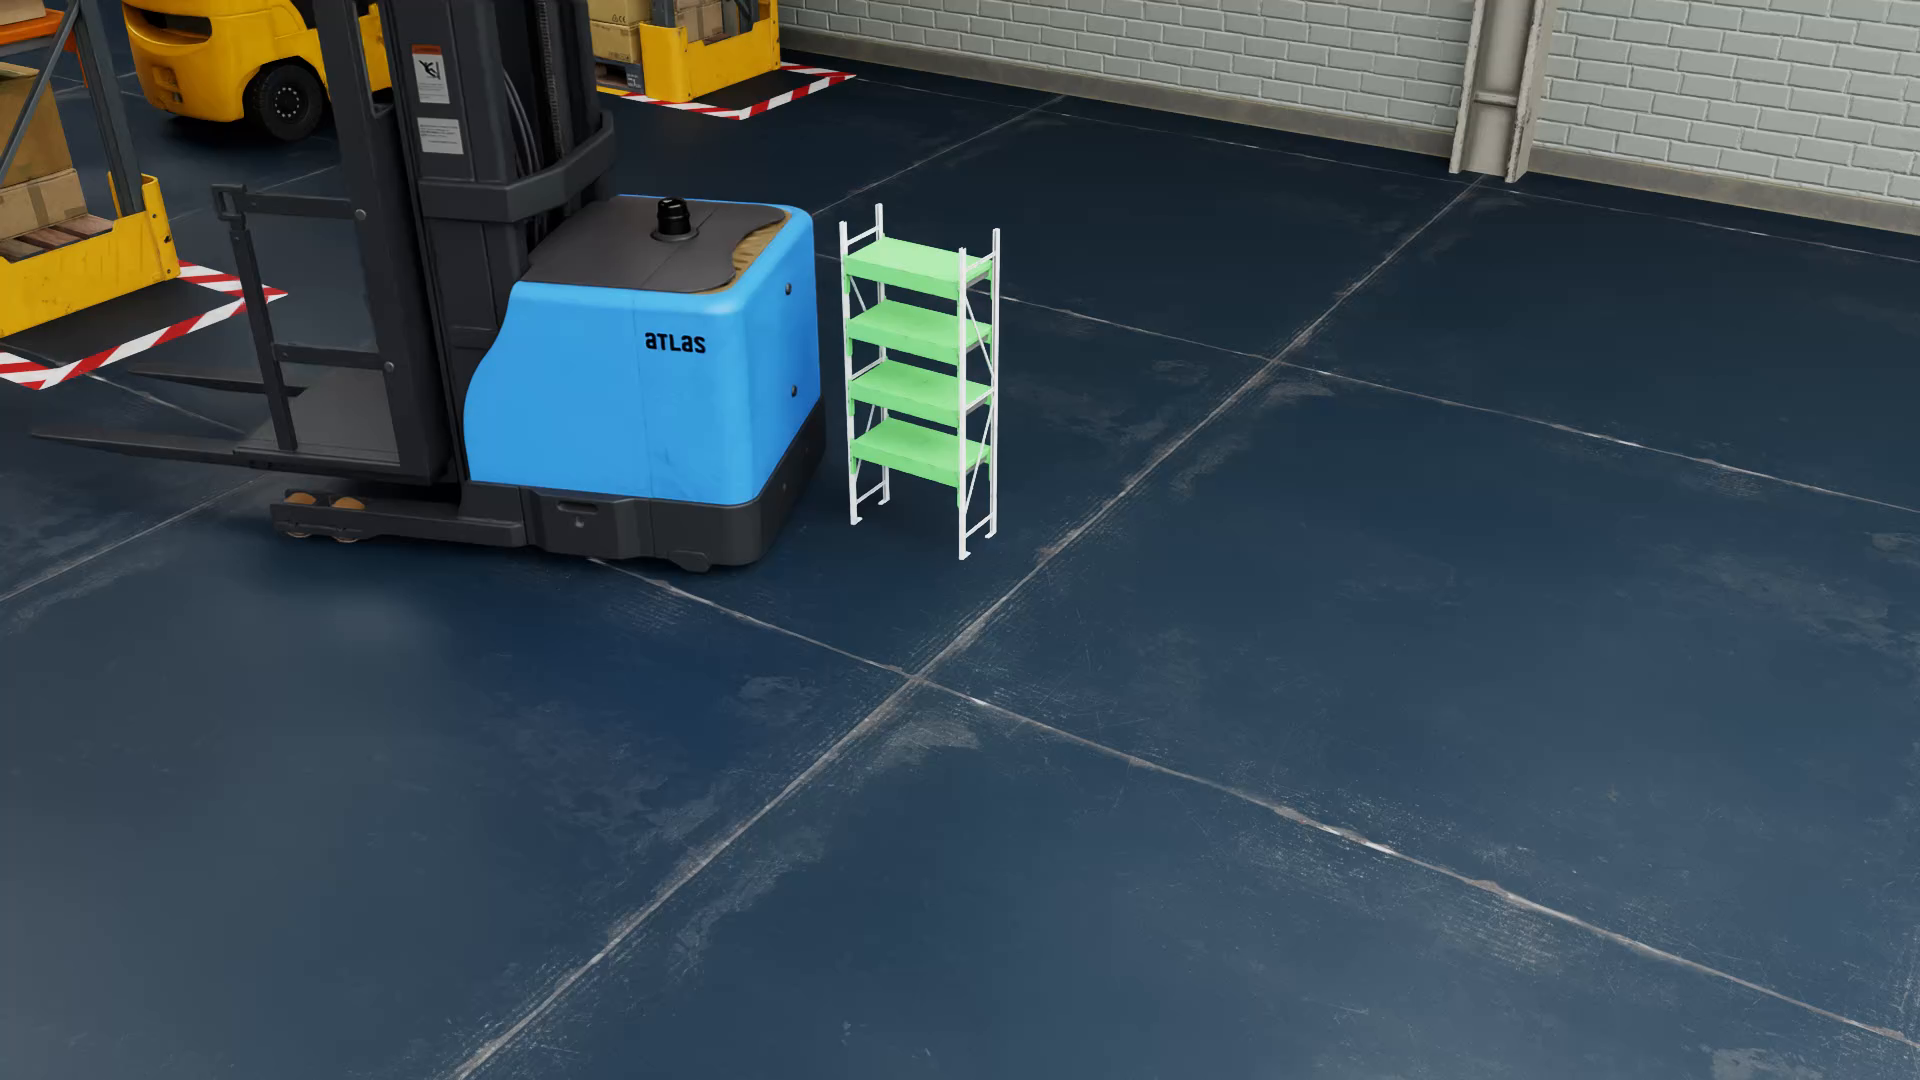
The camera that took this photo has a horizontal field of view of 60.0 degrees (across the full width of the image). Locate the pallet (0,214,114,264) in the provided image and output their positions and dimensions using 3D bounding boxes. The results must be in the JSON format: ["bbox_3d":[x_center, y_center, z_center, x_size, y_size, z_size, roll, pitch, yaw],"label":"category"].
[{"bbox_3d":[-5.134,-1.503,8.616,1.213,0.211,1.003,18,35,27],"label":"pallet"}]

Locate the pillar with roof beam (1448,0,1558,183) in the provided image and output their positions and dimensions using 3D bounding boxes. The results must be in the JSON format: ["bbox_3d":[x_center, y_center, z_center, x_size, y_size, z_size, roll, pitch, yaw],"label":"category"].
[{"bbox_3d":[0.918,-4.291,4.675,0.400,9.000,9.100,18,35,27],"label":"pillar with roof beam"}]

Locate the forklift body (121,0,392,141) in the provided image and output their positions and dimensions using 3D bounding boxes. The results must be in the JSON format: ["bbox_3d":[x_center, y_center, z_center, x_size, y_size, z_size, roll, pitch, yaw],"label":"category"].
[{"bbox_3d":[-4.341,-3.936,10.863,1.214,2.155,2.313,18,35,27],"label":"forklift body"}]

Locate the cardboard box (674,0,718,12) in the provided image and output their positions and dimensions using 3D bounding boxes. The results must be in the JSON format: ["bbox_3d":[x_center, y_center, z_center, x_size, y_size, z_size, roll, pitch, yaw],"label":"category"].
[{"bbox_3d":[-2.053,-3.998,11.942,0.500,0.250,0.500,18,35,28],"label":"cardboard box"}]

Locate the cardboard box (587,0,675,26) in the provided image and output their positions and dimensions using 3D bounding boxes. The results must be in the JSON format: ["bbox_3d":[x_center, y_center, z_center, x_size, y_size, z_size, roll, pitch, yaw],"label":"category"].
[{"bbox_3d":[-2.343,-3.780,11.568,0.500,0.250,0.500,17,34,27],"label":"cardboard box"}]

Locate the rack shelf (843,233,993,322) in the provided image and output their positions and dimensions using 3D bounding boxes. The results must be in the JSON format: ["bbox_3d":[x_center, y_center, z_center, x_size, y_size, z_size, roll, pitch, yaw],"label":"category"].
[{"bbox_3d":[-0.140,-0.922,5.814,0.480,0.148,0.258,18,35,27],"label":"rack shelf"}]

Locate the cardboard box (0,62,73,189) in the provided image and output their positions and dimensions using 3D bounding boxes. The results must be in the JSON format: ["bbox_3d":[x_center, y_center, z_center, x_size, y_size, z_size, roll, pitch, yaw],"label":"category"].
[{"bbox_3d":[-4.957,-2.112,8.461,0.500,0.500,0.500,16,34,26],"label":"cardboard box"}]

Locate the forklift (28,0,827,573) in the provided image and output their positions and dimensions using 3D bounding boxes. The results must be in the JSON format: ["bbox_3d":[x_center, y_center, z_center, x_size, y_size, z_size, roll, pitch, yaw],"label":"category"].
[{"bbox_3d":[-2.110,-1.509,5.928,3.031,2.935,1.130,6,31,10],"label":"forklift"}]

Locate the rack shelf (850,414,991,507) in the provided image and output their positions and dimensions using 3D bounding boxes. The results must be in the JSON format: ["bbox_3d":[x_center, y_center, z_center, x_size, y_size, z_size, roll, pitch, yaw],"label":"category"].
[{"bbox_3d":[-0.140,-0.300,6.177,0.480,0.148,0.258,18,35,27],"label":"rack shelf"}]

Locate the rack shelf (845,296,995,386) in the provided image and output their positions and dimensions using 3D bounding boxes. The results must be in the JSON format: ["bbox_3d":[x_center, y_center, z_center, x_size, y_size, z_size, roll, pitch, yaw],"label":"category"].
[{"bbox_3d":[-0.140,-0.715,5.935,0.480,0.148,0.258,18,35,27],"label":"rack shelf"}]

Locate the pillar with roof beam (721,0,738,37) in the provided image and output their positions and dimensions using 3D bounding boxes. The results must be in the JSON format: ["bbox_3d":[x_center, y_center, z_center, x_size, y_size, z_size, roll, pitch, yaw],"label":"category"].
[{"bbox_3d":[-4.164,-5.899,7.431,0.400,9.000,9.100,18,35,27],"label":"pillar with roof beam"}]

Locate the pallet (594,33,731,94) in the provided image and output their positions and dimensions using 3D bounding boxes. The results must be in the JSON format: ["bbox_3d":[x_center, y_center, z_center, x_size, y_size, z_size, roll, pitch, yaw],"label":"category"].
[{"bbox_3d":[-2.435,-3.556,12.136,1.213,0.211,1.003,18,35,27],"label":"pallet"}]

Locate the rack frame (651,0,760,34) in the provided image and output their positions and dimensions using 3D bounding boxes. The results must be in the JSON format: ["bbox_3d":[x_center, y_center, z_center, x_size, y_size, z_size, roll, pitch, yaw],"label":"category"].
[{"bbox_3d":[-1.765,-4.573,11.113,0.127,3.000,1.000,18,35,27],"label":"rack frame"}]

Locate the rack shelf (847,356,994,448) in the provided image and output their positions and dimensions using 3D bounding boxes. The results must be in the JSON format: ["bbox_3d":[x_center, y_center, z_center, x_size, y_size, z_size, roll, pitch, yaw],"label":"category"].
[{"bbox_3d":[-0.140,-0.507,6.056,0.480,0.148,0.258,18,35,27],"label":"rack shelf"}]

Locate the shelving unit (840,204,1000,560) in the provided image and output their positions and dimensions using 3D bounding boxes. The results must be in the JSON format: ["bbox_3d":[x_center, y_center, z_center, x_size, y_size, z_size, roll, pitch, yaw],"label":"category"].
[{"bbox_3d":[-0.140,-0.563,6.024,0.503,1.200,0.258,18,35,27],"label":"shelving unit"}]

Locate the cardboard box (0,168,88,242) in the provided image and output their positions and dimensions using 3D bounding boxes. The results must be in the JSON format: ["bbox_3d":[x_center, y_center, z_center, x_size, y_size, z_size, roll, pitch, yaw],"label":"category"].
[{"bbox_3d":[-4.937,-1.782,8.639,0.500,0.250,0.500,17,34,27],"label":"cardboard box"}]

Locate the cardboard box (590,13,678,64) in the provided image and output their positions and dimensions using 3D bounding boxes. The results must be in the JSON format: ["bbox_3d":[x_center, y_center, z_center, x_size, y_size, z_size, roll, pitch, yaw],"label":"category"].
[{"bbox_3d":[-2.331,-3.558,11.684,0.500,0.250,0.500,18,35,28],"label":"cardboard box"}]

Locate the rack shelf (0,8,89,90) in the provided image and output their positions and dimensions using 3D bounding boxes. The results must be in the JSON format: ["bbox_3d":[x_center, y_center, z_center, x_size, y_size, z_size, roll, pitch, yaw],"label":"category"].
[{"bbox_3d":[-6.095,-2.679,8.579,4.000,0.370,1.077,18,35,27],"label":"rack shelf"}]

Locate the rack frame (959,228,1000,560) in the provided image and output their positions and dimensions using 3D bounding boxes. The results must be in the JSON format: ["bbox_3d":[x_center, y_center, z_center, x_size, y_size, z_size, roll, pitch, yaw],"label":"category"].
[{"bbox_3d":[0.066,-0.497,5.912,0.015,1.200,0.240,18,35,27],"label":"rack frame"}]

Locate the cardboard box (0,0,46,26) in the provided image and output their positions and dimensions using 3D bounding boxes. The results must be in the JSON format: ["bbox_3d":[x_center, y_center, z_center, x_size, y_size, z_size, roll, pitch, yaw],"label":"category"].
[{"bbox_3d":[-4.578,-2.525,7.850,0.250,0.149,0.380,18,35,28],"label":"cardboard box"}]

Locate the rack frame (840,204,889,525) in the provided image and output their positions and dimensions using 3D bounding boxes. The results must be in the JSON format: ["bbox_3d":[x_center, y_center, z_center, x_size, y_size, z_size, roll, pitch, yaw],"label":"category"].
[{"bbox_3d":[-0.347,-0.628,6.136,0.015,1.200,0.240,18,35,27],"label":"rack frame"}]

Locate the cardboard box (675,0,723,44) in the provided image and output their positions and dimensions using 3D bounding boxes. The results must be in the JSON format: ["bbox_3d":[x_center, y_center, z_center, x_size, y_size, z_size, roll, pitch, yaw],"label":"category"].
[{"bbox_3d":[-2.077,-3.782,12.068,0.500,0.250,0.500,18,35,28],"label":"cardboard box"}]

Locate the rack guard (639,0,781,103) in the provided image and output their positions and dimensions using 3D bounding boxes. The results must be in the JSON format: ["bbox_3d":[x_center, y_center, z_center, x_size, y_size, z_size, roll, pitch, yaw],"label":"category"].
[{"bbox_3d":[-1.745,-3.487,11.731,0.348,0.500,1.175,18,35,27],"label":"rack guard"}]

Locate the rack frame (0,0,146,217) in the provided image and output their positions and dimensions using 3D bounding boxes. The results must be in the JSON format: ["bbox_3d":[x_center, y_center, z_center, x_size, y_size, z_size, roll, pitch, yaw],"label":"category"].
[{"bbox_3d":[-4.401,-2.454,7.480,0.127,3.000,1.000,18,35,27],"label":"rack frame"}]

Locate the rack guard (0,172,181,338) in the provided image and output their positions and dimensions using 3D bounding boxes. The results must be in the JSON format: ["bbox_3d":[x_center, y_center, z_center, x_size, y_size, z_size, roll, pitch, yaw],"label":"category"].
[{"bbox_3d":[-4.465,-1.395,8.144,0.348,0.500,1.175,18,35,27],"label":"rack guard"}]
